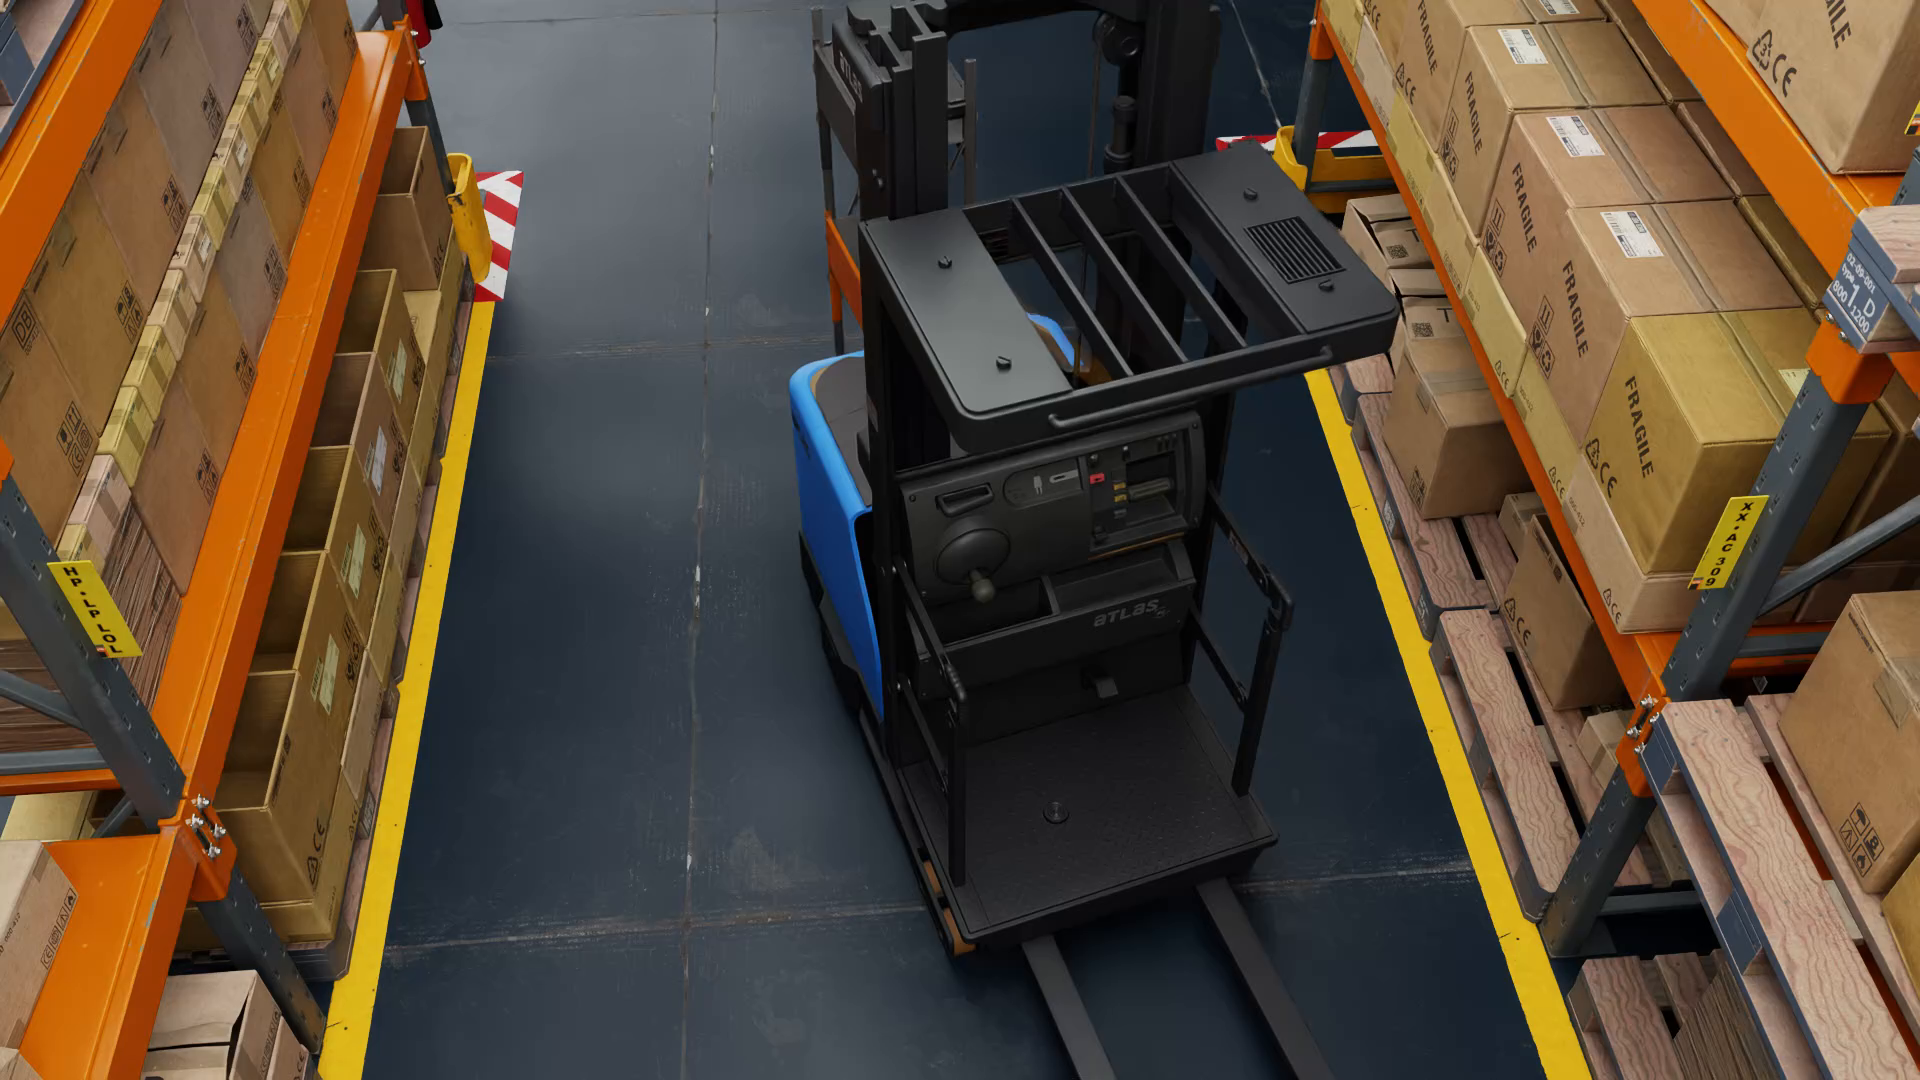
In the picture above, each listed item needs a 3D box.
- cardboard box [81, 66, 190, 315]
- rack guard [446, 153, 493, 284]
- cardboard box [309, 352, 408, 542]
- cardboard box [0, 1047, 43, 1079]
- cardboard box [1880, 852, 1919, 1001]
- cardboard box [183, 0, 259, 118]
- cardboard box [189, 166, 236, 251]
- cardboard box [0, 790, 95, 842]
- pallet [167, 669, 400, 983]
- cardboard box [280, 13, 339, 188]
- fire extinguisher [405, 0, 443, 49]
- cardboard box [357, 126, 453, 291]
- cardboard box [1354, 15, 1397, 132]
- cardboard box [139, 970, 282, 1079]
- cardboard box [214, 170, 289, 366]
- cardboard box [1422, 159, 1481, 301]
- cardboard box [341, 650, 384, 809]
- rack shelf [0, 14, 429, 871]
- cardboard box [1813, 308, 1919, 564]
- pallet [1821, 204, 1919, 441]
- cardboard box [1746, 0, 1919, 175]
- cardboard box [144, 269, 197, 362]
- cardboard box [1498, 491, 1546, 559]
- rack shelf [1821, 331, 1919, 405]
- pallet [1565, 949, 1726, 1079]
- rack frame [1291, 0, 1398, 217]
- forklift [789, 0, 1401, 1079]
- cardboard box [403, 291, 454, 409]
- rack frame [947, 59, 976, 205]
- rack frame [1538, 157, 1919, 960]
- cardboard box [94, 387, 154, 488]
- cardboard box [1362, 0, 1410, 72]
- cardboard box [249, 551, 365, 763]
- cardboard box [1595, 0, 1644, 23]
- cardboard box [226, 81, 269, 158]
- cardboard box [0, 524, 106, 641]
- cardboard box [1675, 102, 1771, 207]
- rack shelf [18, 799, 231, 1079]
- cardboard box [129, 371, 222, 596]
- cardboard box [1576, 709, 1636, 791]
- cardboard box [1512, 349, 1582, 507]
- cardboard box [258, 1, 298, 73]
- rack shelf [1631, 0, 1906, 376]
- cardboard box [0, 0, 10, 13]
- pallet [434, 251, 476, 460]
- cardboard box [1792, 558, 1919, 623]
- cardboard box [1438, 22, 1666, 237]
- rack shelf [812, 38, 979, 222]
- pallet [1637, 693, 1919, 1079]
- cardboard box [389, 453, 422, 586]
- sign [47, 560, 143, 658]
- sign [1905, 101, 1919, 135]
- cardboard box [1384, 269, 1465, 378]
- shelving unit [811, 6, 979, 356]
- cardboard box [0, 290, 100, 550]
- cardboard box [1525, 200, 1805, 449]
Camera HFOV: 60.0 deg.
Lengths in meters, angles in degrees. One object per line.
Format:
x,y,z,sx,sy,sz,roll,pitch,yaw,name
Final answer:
-2.639,-0.957,4.628,0.700,0.500,0.500,-4,47,-3,cardboard box
-2.848,-1.480,7.807,1.175,0.500,0.348,-3,47,-3,rack guard
-2.365,-0.324,6.079,0.500,0.500,0.500,-3,47,-3,cardboard box
-2.254,1.243,3.599,0.396,0.266,0.258,-5,47,-4,cardboard box
2.474,0.858,3.500,0.700,0.500,0.500,1,47,1,cardboard box
-2.722,-1.681,5.313,0.700,0.500,0.500,-3,47,-3,cardboard box
-2.473,-1.012,5.127,0.380,0.149,0.250,-4,47,-4,cardboard box
-2.767,1.051,5.293,0.500,0.250,0.500,-3,47,-3,cardboard box
-2.535,0.953,5.702,1.003,0.211,1.213,-3,47,-3,pallet
-2.770,-1.638,6.166,0.700,0.500,0.500,-2,47,-2,cardboard box
-2.393,-2.409,7.019,0.296,0.674,0.183,-3,47,-3,fire extinguisher
-2.504,-1.409,7.106,0.500,0.500,0.500,-3,47,-3,cardboard box
1.873,-1.834,6.510,0.500,0.250,0.500,-5,47,-5,cardboard box
-2.191,1.456,4.523,0.500,0.311,0.500,-3,47,-3,cardboard box
-2.687,-0.898,5.465,0.700,0.500,0.500,-2,47,-2,cardboard box
1.949,-1.099,5.814,0.500,0.250,0.500,-3,47,-3,cardboard box
-2.284,0.657,5.666,0.500,0.250,0.500,-3,47,-3,cardboard box
-2.678,-0.627,5.774,1.077,0.370,4.000,-3,47,-3,rack shelf
2.594,-0.297,4.539,0.500,0.500,0.500,-4,47,-4,cardboard box
2.371,-0.245,2.980,1.213,0.211,1.003,-3,47,-3,pallet
2.137,-1.156,3.631,0.500,0.500,0.500,-2,47,-2,cardboard box
-2.427,-0.630,4.765,0.380,0.149,0.250,-5,47,-5,cardboard box
2.311,-0.061,6.402,0.380,0.149,0.250,-7,47,-6,cardboard box
2.593,0.931,2.231,1.077,0.370,4.000,-3,47,-3,rack shelf
2.492,1.791,4.909,1.003,0.211,1.213,-3,47,-3,pallet
2.090,-2.626,7.171,1.000,3.000,0.127,-3,47,-3,rack frame
0.363,0.006,4.726,1.130,2.935,3.031,-15,48,-14,forklift
-2.452,-0.790,7.036,0.500,0.250,0.500,-3,47,-3,cardboard box
-0.139,-0.763,6.026,0.400,2.100,0.015,-15,48,-14,rack frame
2.425,0.269,4.430,1.000,3.000,0.127,-3,47,-3,rack frame
-2.385,-0.260,4.414,0.380,0.149,0.250,-5,47,-4,cardboard box
1.862,-2.117,6.262,0.500,0.500,0.500,-3,47,-3,cardboard box
-2.287,0.400,5.394,0.500,0.500,0.500,-3,47,-3,cardboard box
2.422,-1.772,5.935,0.500,0.500,0.500,-5,47,-4,cardboard box
-2.514,-1.378,5.473,0.380,0.149,0.250,-2,47,-2,cardboard box
-2.340,0.109,4.066,0.380,0.149,0.250,-4,47,-3,cardboard box
2.518,-1.033,5.235,0.500,0.500,0.500,-2,47,-2,cardboard box
-2.343,2.267,3.033,1.077,0.370,4.000,-3,47,-3,rack shelf
-2.605,-0.164,4.770,0.700,0.500,0.500,-4,47,-4,cardboard box
2.351,0.706,5.664,0.380,0.166,0.250,-9,47,-8,cardboard box
2.050,-0.372,5.126,0.500,0.250,0.500,-3,47,-3,cardboard box
-2.560,-1.758,5.833,0.380,0.149,0.250,-3,47,-3,cardboard box
2.258,-1.963,4.972,1.077,0.370,4.000,-3,47,-3,rack shelf
-2.335,-1.392,3.612,0.500,0.311,0.500,-6,47,-5,cardboard box
-2.740,-0.812,7.374,1.003,0.211,1.213,-3,47,-3,pallet
2.600,-0.040,4.811,0.500,0.250,0.500,-3,47,-3,cardboard box
1.954,-1.370,5.554,0.500,0.500,0.500,-2,47,-2,cardboard box
-0.222,-1.401,5.686,0.431,0.518,0.480,-15,48,-14,rack shelf
2.344,0.896,3.967,1.003,0.211,1.213,-3,47,-3,pallet
-2.369,-0.066,6.351,0.500,0.250,0.500,-3,47,-3,cardboard box
-1.971,0.161,3.788,0.100,0.325,0.005,-3,47,-3,sign
1.885,-0.902,3.116,0.100,0.325,0.005,-3,47,-3,sign
2.106,-0.934,7.117,0.500,0.311,0.500,0,47,0,cardboard box
-0.222,-0.929,6.184,0.431,2.100,0.503,-15,48,-14,shelving unit
-2.554,-0.229,3.938,0.700,0.500,0.500,-3,47,-3,cardboard box
2.030,-0.629,4.852,0.500,0.500,0.500,-4,47,-4,cardboard box
